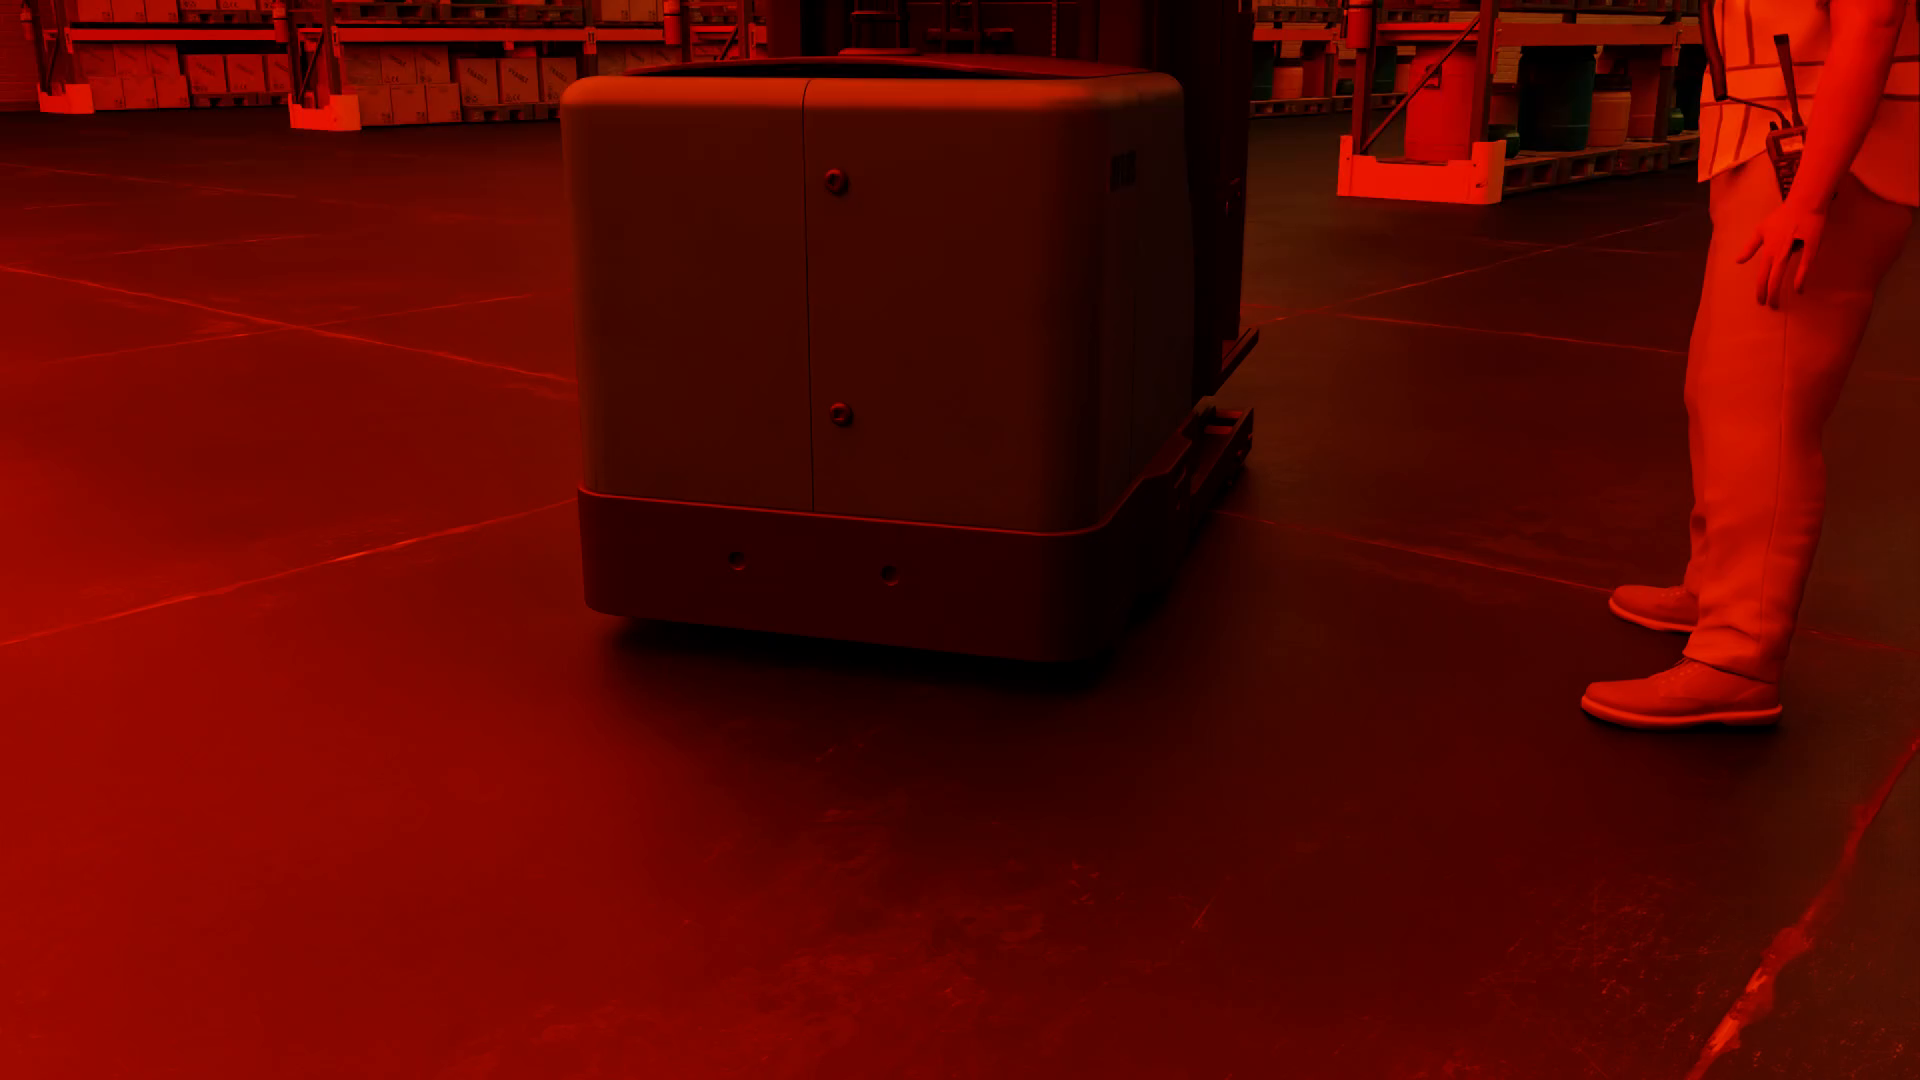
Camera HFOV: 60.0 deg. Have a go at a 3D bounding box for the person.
[{"bbox_3d":[1.418,-0.584,2.867,0.456,1.754,0.717,9,19,27],"label":"person"}]

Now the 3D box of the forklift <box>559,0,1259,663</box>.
[{"bbox_3d":[0.182,-1.571,4.072,1.130,2.935,3.031,5,18,17],"label":"forklift"}]
